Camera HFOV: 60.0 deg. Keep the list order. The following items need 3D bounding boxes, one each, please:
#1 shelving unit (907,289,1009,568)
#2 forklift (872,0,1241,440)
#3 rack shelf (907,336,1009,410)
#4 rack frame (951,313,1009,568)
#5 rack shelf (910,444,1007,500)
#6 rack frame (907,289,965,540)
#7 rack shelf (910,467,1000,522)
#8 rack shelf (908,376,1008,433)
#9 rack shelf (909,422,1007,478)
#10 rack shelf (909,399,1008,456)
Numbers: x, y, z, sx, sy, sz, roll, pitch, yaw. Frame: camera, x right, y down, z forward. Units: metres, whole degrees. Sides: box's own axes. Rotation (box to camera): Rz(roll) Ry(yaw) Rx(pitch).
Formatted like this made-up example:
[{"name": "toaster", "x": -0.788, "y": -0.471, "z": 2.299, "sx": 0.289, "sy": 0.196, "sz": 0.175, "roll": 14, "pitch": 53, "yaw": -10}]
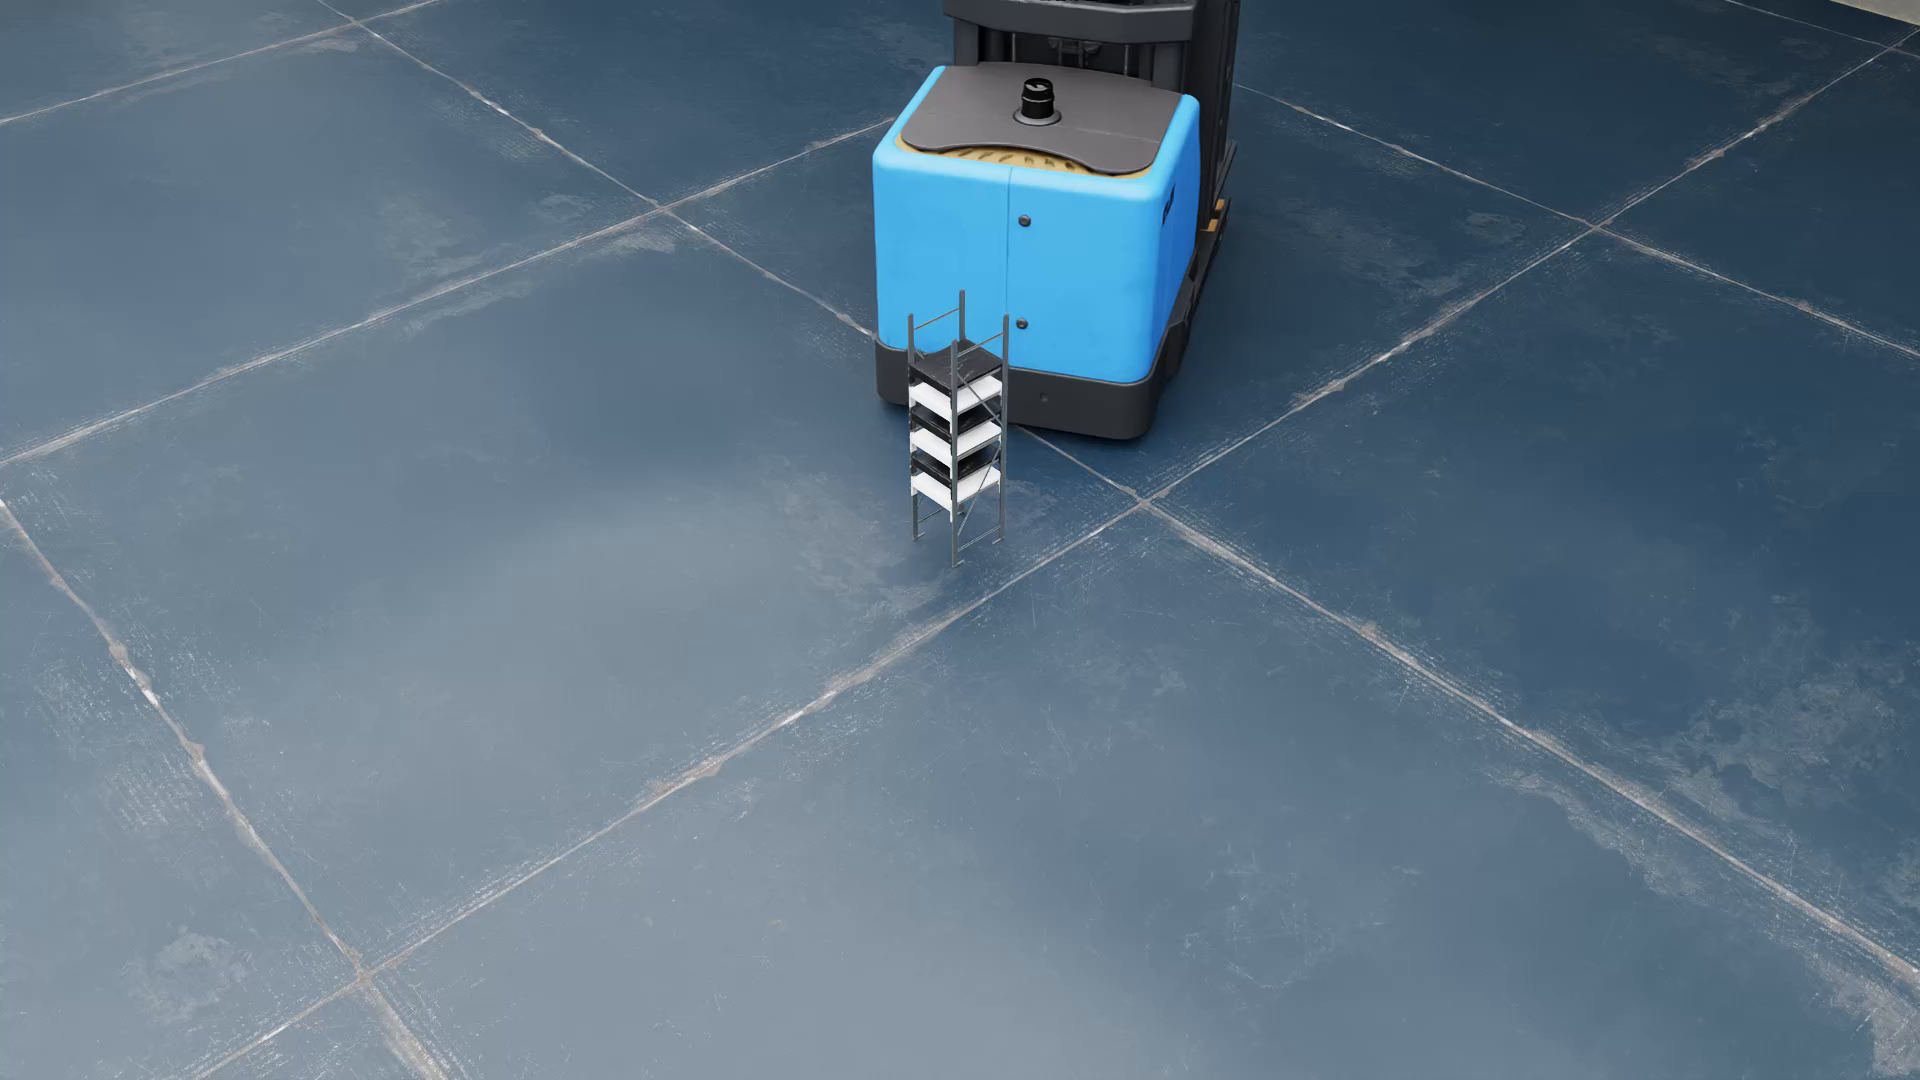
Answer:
[{"name": "shelving unit", "x": -0.005, "y": -0.354, "z": 5.472, "sx": 0.258, "sy": 0.900, "sz": 0.210, "roll": -30, "pitch": 48, "yaw": -32}, {"name": "forklift", "x": 0.578, "y": -2.439, "z": 6.438, "sx": 1.130, "sy": 2.935, "sz": 3.031, "roll": 10, "pitch": 40, "yaw": 12}, {"name": "rack shelf", "x": -0.005, "y": -0.538, "z": 5.323, "sx": 0.258, "sy": 0.077, "sz": 0.200, "roll": -30, "pitch": 48, "yaw": -32}, {"name": "rack frame", "x": 0.063, "y": -0.307, "z": 5.414, "sx": 0.240, "sy": 0.900, "sz": 0.006, "roll": -30, "pitch": 48, "yaw": -32}, {"name": "rack shelf", "x": -0.005, "y": -0.258, "z": 5.549, "sx": 0.258, "sy": 0.077, "sz": 0.200, "roll": -30, "pitch": 48, "yaw": -32}, {"name": "rack frame", "x": -0.074, "y": -0.401, "z": 5.530, "sx": 0.240, "sy": 0.900, "sz": 0.006, "roll": -30, "pitch": 48, "yaw": -32}, {"name": "rack shelf", "x": -0.005, "y": -0.188, "z": 5.606, "sx": 0.258, "sy": 0.077, "sz": 0.200, "roll": -30, "pitch": 48, "yaw": -32}, {"name": "rack shelf", "x": -0.005, "y": -0.468, "z": 5.380, "sx": 0.258, "sy": 0.077, "sz": 0.200, "roll": -30, "pitch": 48, "yaw": -32}, {"name": "rack shelf", "x": -0.005, "y": -0.328, "z": 5.493, "sx": 0.258, "sy": 0.077, "sz": 0.200, "roll": -30, "pitch": 48, "yaw": -32}, {"name": "rack shelf", "x": -0.005, "y": -0.398, "z": 5.436, "sx": 0.258, "sy": 0.077, "sz": 0.200, "roll": -30, "pitch": 48, "yaw": -32}]
